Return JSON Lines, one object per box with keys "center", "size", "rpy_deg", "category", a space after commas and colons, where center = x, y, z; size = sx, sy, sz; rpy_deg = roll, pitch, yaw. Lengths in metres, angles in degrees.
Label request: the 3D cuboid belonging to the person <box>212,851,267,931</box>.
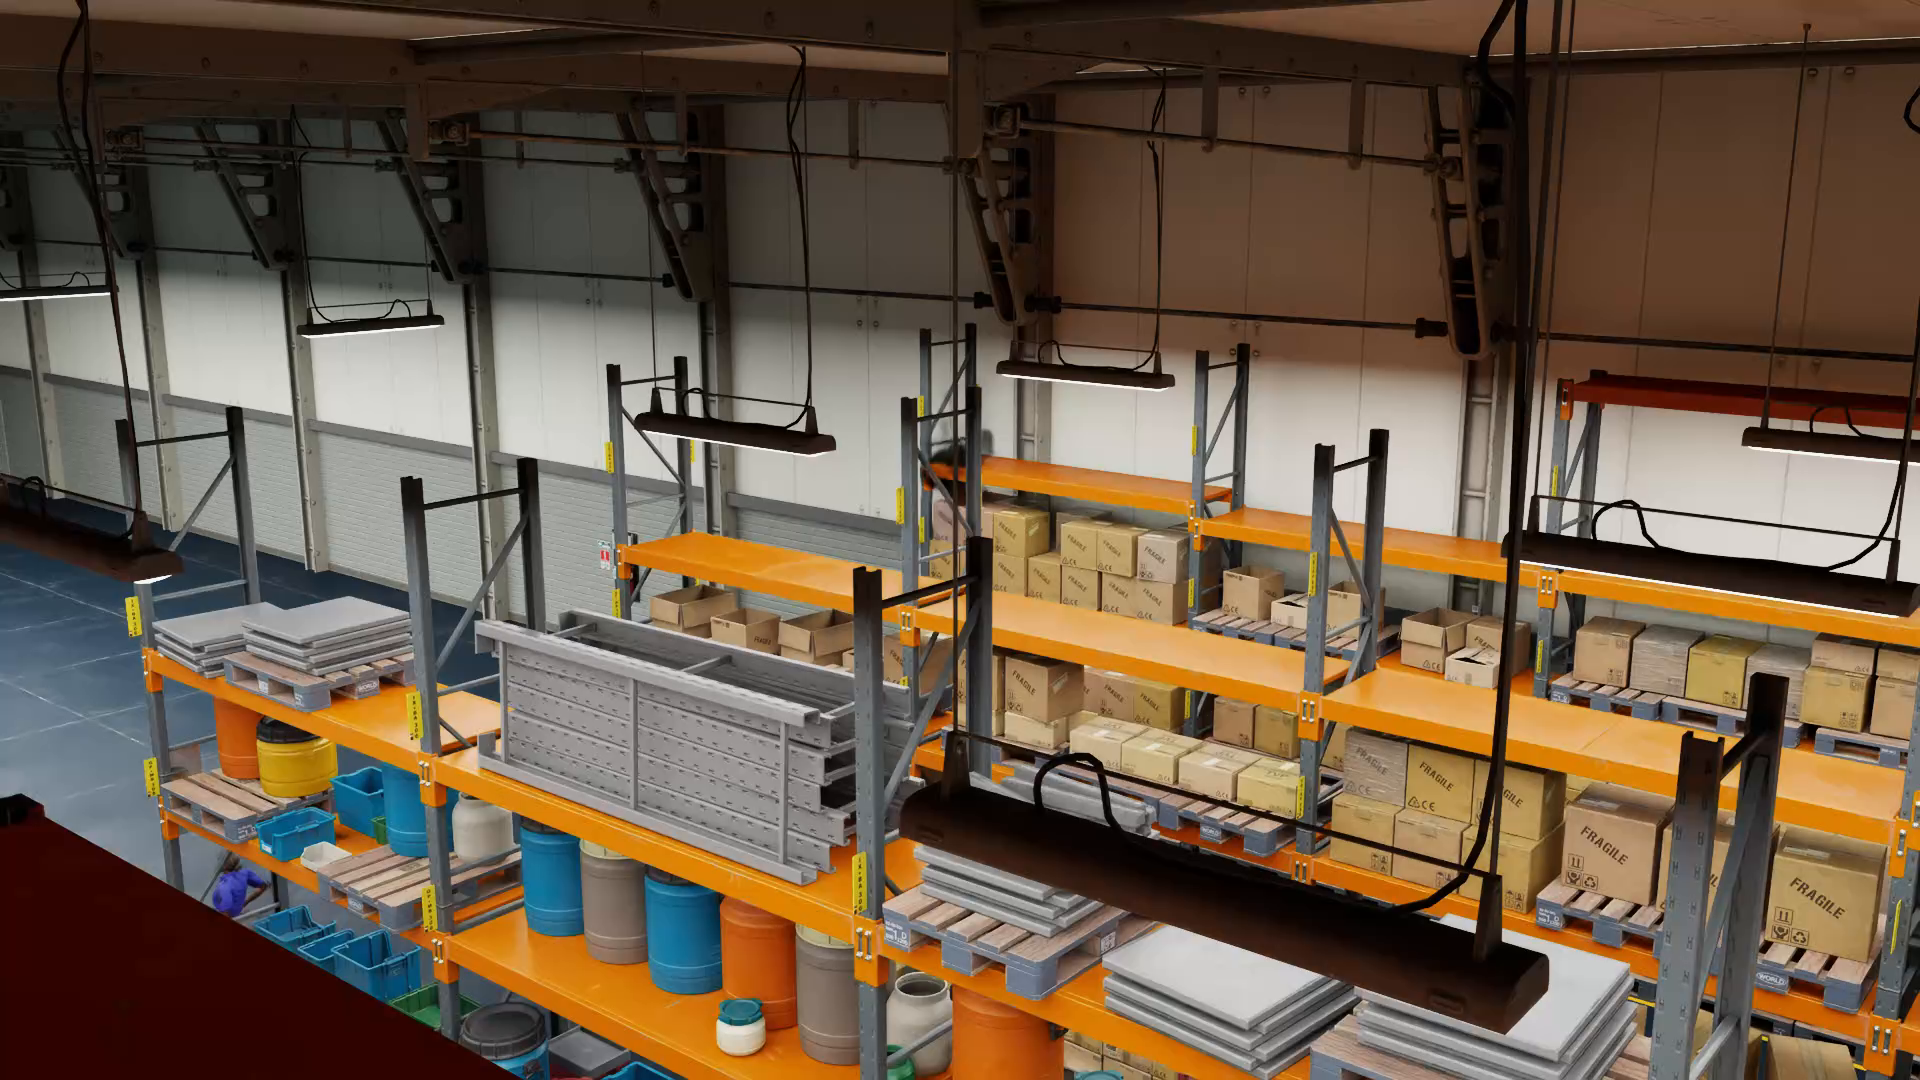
{"center": [-6.908, 3.762, 15.877], "size": [0.772, 1.708, 0.616], "rpy_deg": [0, 13, 1], "category": "person"}
